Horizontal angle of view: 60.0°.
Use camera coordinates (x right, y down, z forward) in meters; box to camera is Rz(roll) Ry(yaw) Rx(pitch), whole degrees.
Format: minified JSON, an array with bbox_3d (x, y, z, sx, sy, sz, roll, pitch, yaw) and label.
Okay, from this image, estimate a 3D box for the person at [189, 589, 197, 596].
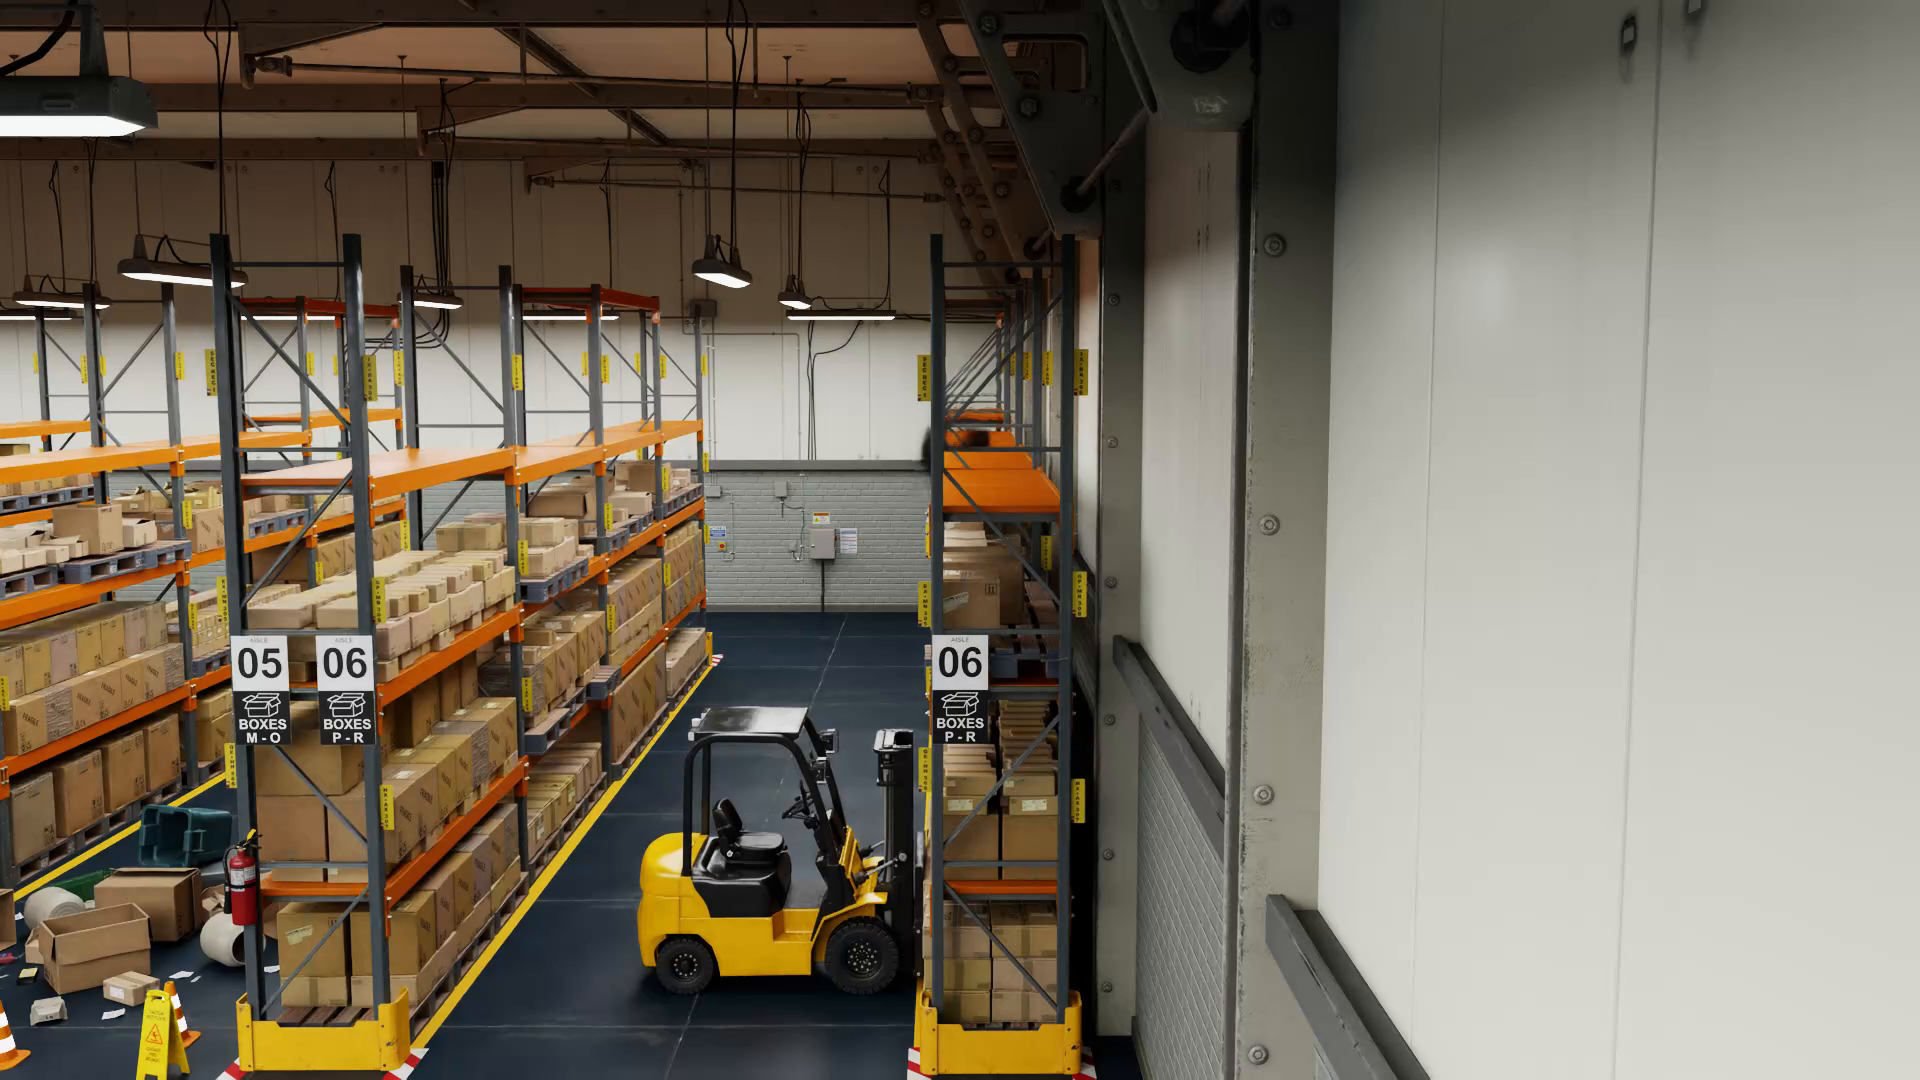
[{"bbox_3d":[-11.504,1.575,25.071,0.686,1.694,0.668,1,6,8],"label":"person"}]
